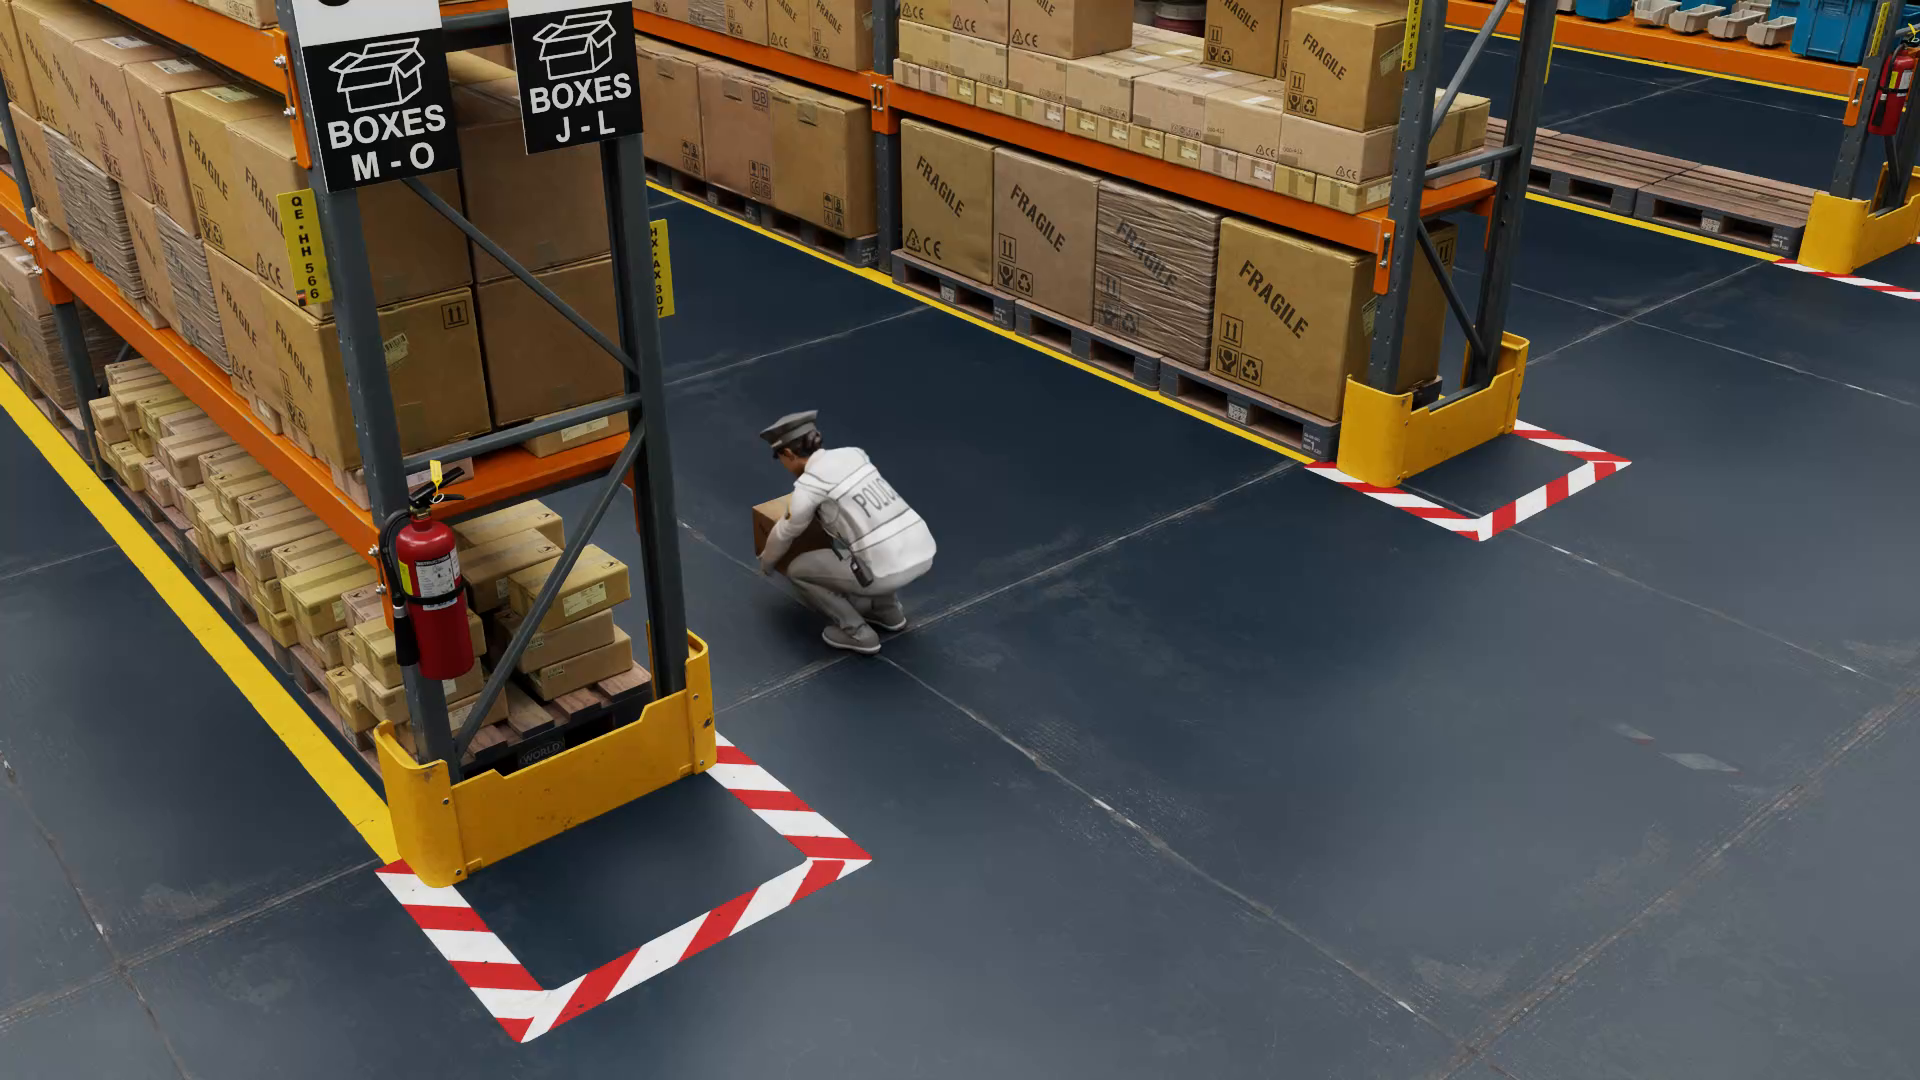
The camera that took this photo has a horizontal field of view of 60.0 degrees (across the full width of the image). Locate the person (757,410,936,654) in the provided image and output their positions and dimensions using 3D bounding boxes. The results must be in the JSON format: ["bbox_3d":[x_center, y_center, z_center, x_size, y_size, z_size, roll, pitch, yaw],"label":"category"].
[{"bbox_3d":[-0.487,-0.061,6.987,0.838,0.968,0.498,22,35,34],"label":"person"}]
